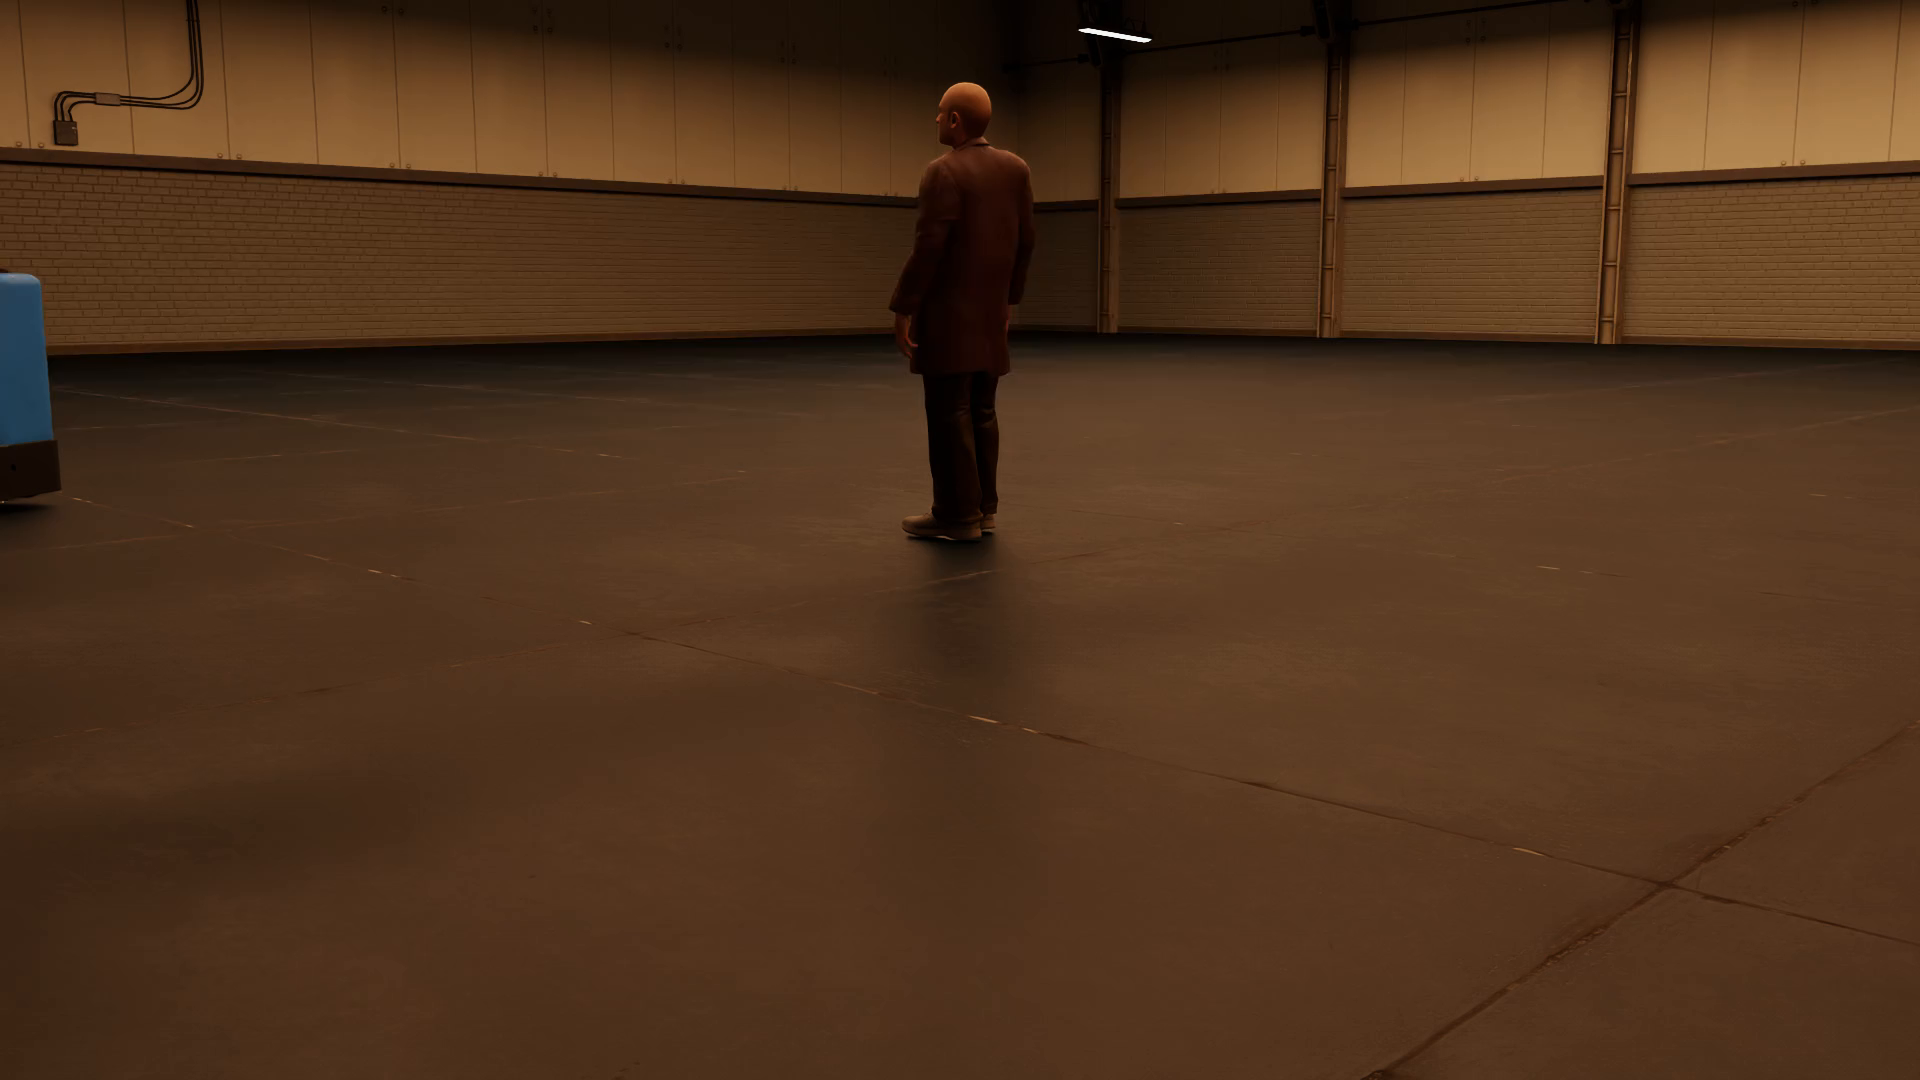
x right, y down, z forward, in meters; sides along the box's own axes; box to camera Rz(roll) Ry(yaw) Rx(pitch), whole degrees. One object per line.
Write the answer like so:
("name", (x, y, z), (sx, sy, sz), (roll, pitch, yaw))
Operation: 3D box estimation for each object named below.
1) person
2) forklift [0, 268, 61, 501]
("person", (-0.063, -0.896, 6.650), (0.579, 1.777, 0.698), (8, 12, 43))
("forklift", (-5.765, -1.577, 7.344), (3.031, 2.935, 1.130), (1, 9, 8))
